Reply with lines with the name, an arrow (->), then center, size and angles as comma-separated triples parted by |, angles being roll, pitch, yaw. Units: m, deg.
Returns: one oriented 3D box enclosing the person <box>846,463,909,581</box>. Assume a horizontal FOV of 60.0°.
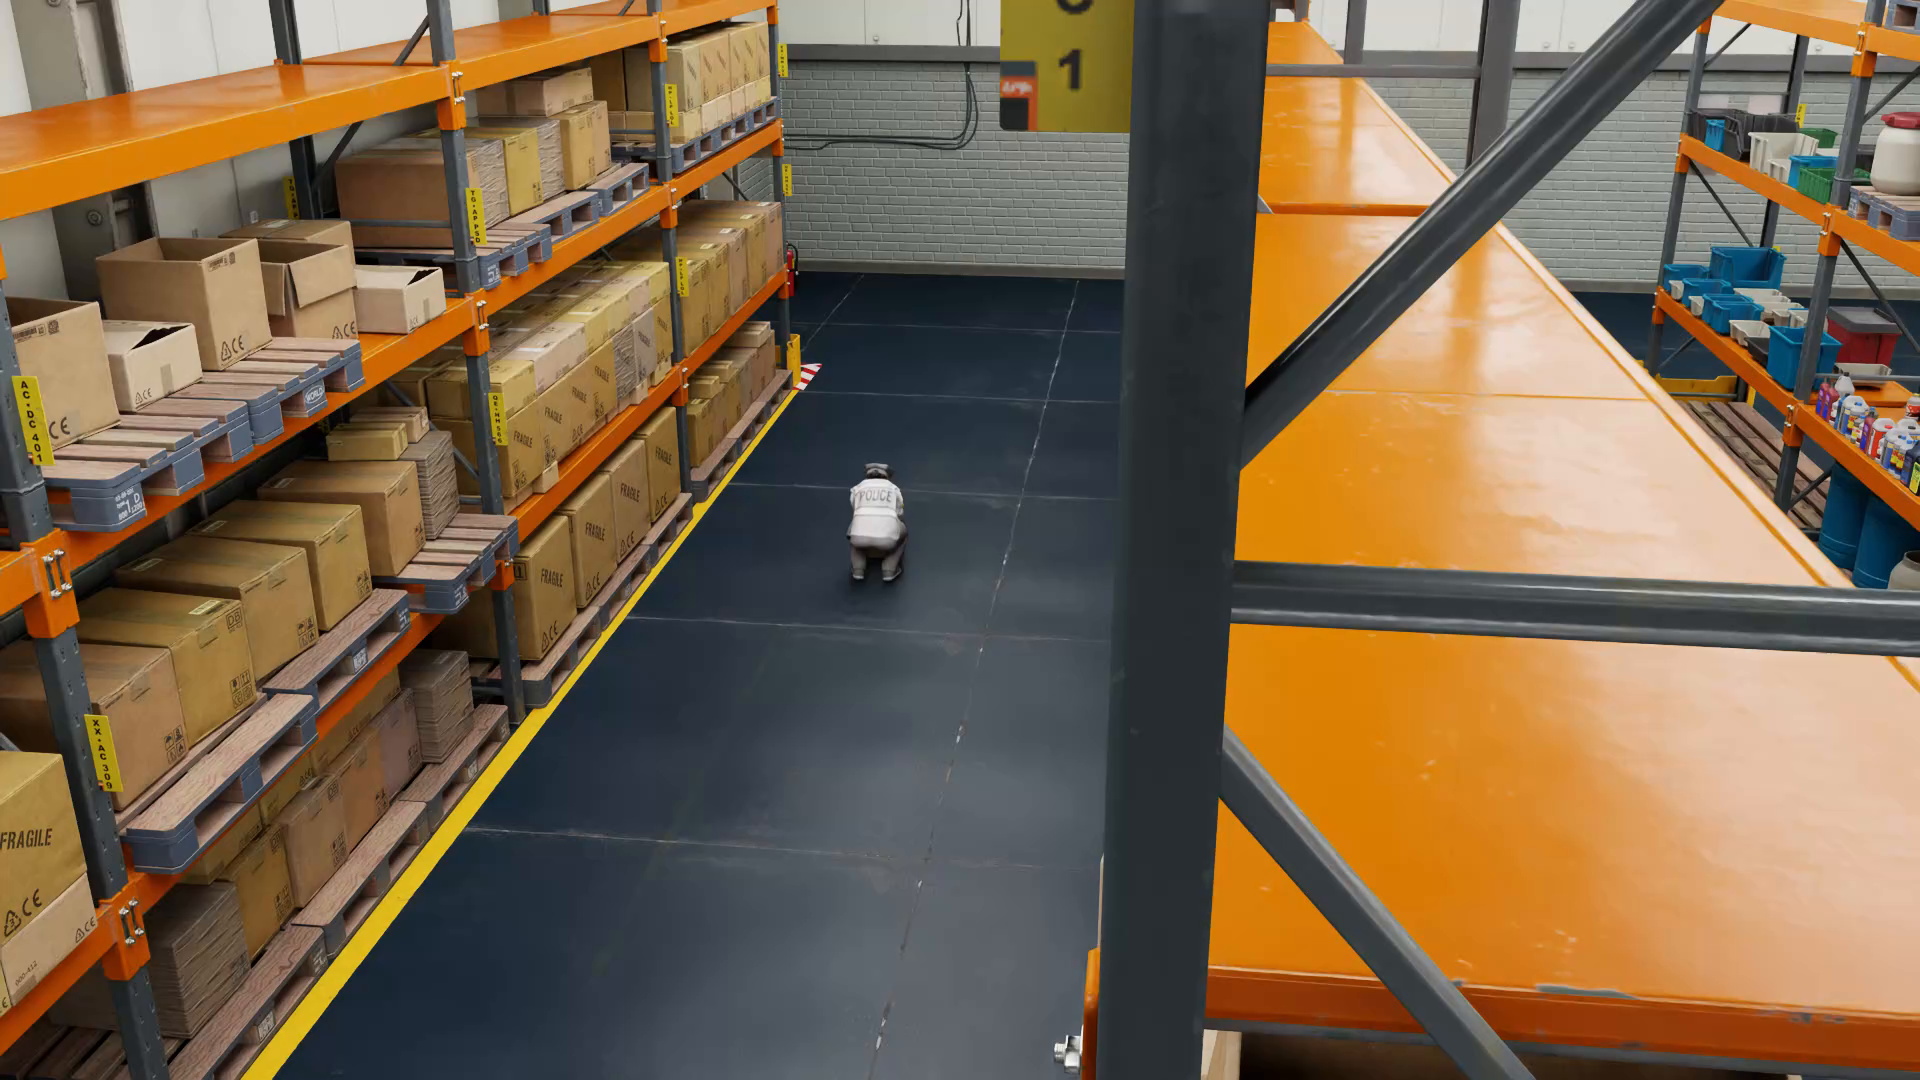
person -> -0.648, -0.114, 13.096 | 0.473, 0.848, 0.876 | 2, 21, 6
